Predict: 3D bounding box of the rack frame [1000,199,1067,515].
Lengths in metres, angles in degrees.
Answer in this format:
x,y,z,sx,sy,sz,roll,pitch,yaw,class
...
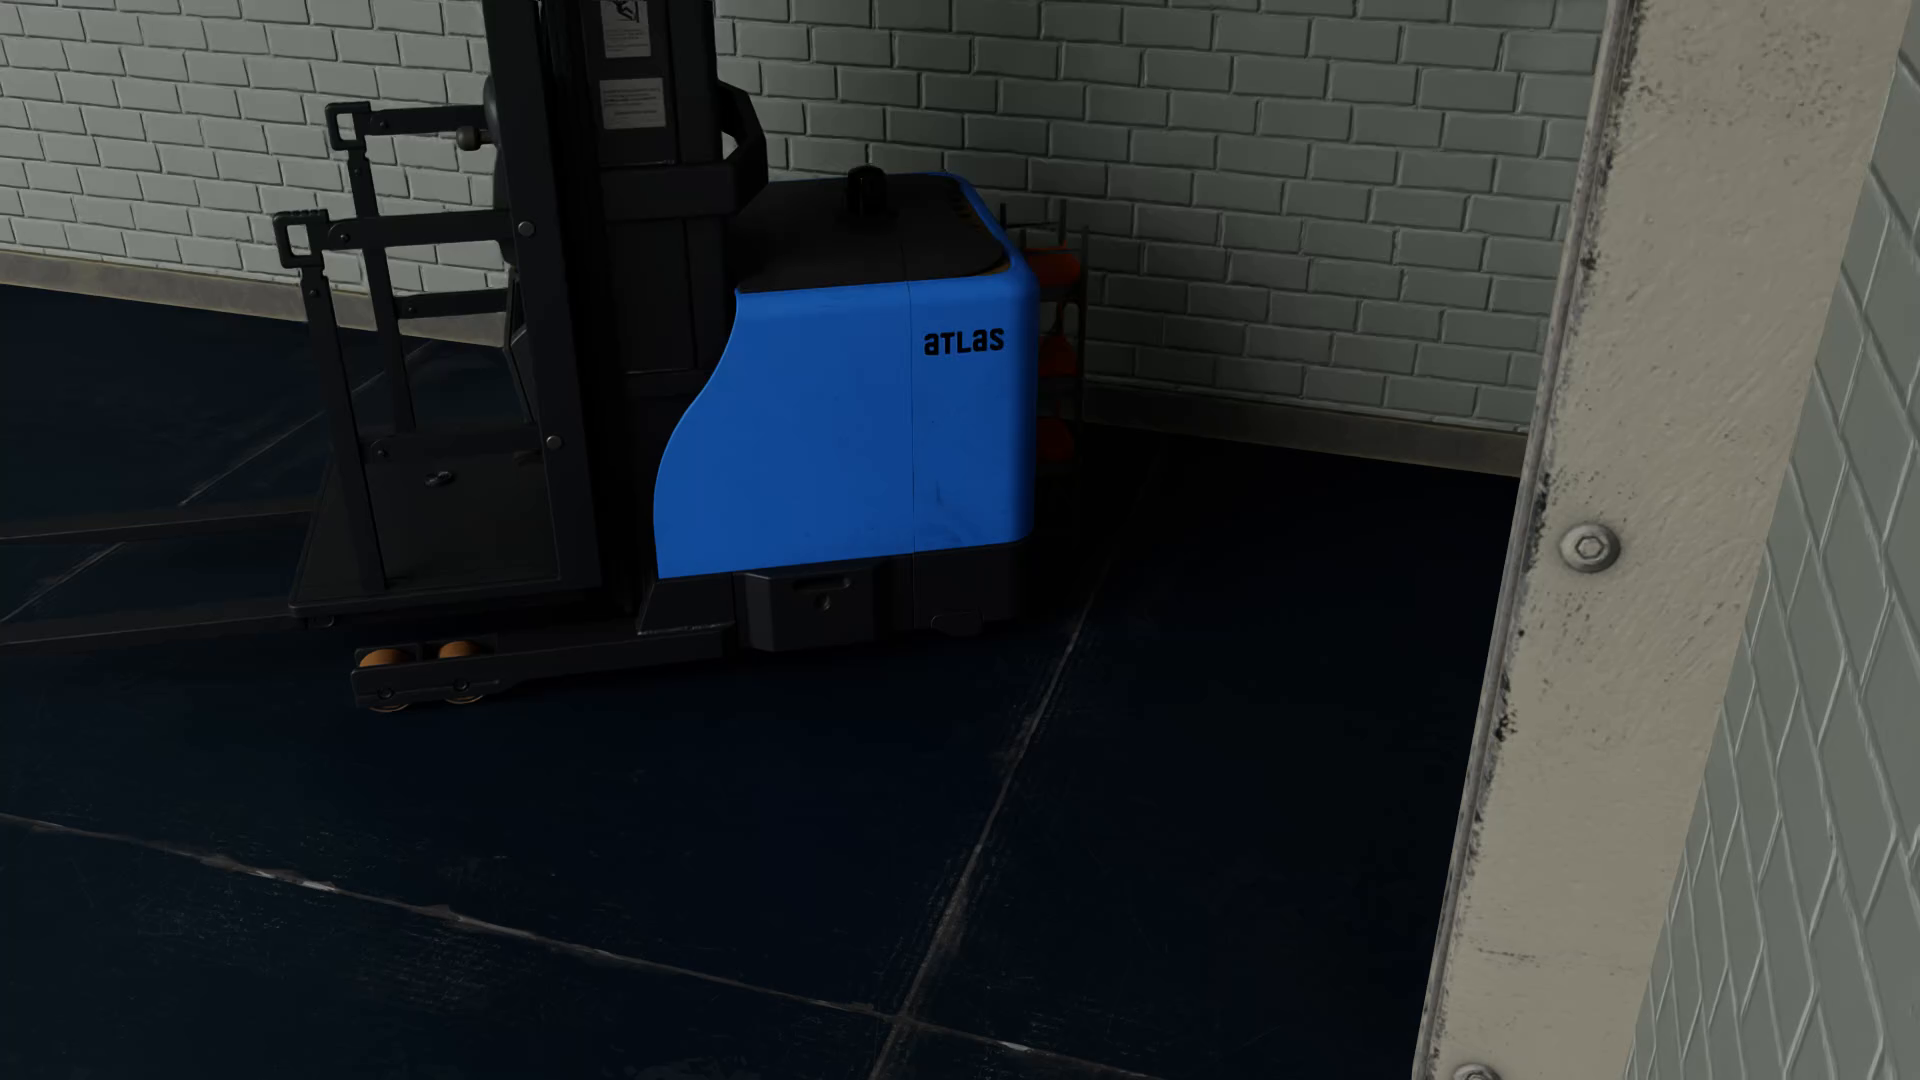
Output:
x,y,z,sx,sy,sz,roll,pitch,yaw,class
0.215,-0.536,5.133,0.200,1.050,0.008,-6,30,-10,rack frame

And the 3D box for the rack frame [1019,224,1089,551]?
x,y,z,sx,sy,sz,roll,pitch,yaw,class
0.265,-0.420,4.924,0.200,1.050,0.008,-6,30,-10,rack frame

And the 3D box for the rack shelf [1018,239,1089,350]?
x,y,z,sx,sy,sz,roll,pitch,yaw,class
0.240,-0.716,4.896,0.215,0.259,0.240,-6,30,-10,rack shelf

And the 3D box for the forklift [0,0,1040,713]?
x,y,z,sx,sy,sz,roll,pitch,yaw,class
-1.349,-1.103,4.217,3.031,2.935,1.130,-6,30,-10,forklift

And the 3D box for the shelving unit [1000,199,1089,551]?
x,y,z,sx,sy,sz,roll,pitch,yaw,class
0.240,-0.478,5.028,0.215,1.050,0.252,-6,30,-10,shelving unit

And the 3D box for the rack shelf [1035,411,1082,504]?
x,y,z,sx,sy,sz,roll,pitch,yaw,class
0.240,-0.225,5.169,0.215,0.259,0.240,-6,30,-10,rack shelf

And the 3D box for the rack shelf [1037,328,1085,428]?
x,y,z,sx,sy,sz,roll,pitch,yaw,class
0.240,-0.468,5.034,0.215,0.259,0.240,-6,30,-10,rack shelf
